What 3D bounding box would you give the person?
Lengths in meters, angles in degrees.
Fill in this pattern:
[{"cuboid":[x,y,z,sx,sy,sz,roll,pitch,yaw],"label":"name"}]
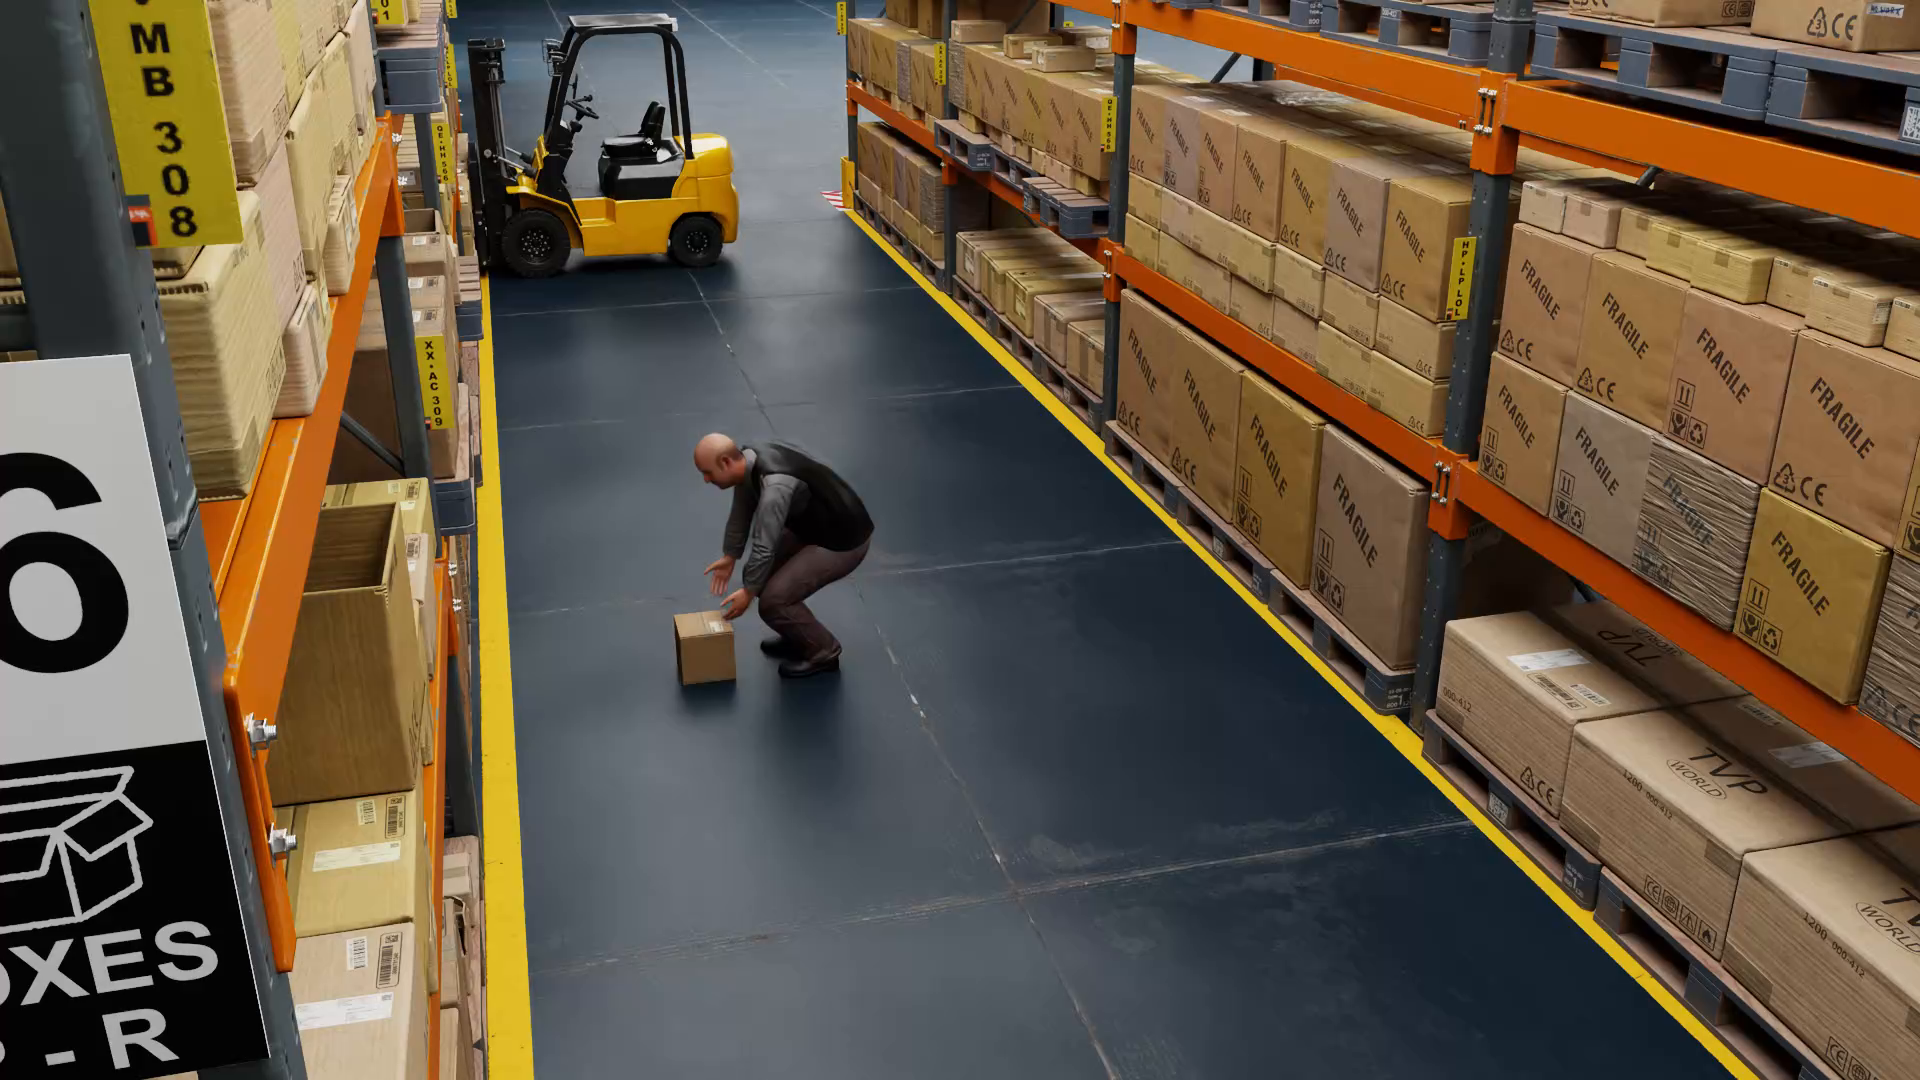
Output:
[{"cuboid":[-0.800,0.047,7.709,0.805,1.188,0.578,-6,24,-14],"label":"person"}]
